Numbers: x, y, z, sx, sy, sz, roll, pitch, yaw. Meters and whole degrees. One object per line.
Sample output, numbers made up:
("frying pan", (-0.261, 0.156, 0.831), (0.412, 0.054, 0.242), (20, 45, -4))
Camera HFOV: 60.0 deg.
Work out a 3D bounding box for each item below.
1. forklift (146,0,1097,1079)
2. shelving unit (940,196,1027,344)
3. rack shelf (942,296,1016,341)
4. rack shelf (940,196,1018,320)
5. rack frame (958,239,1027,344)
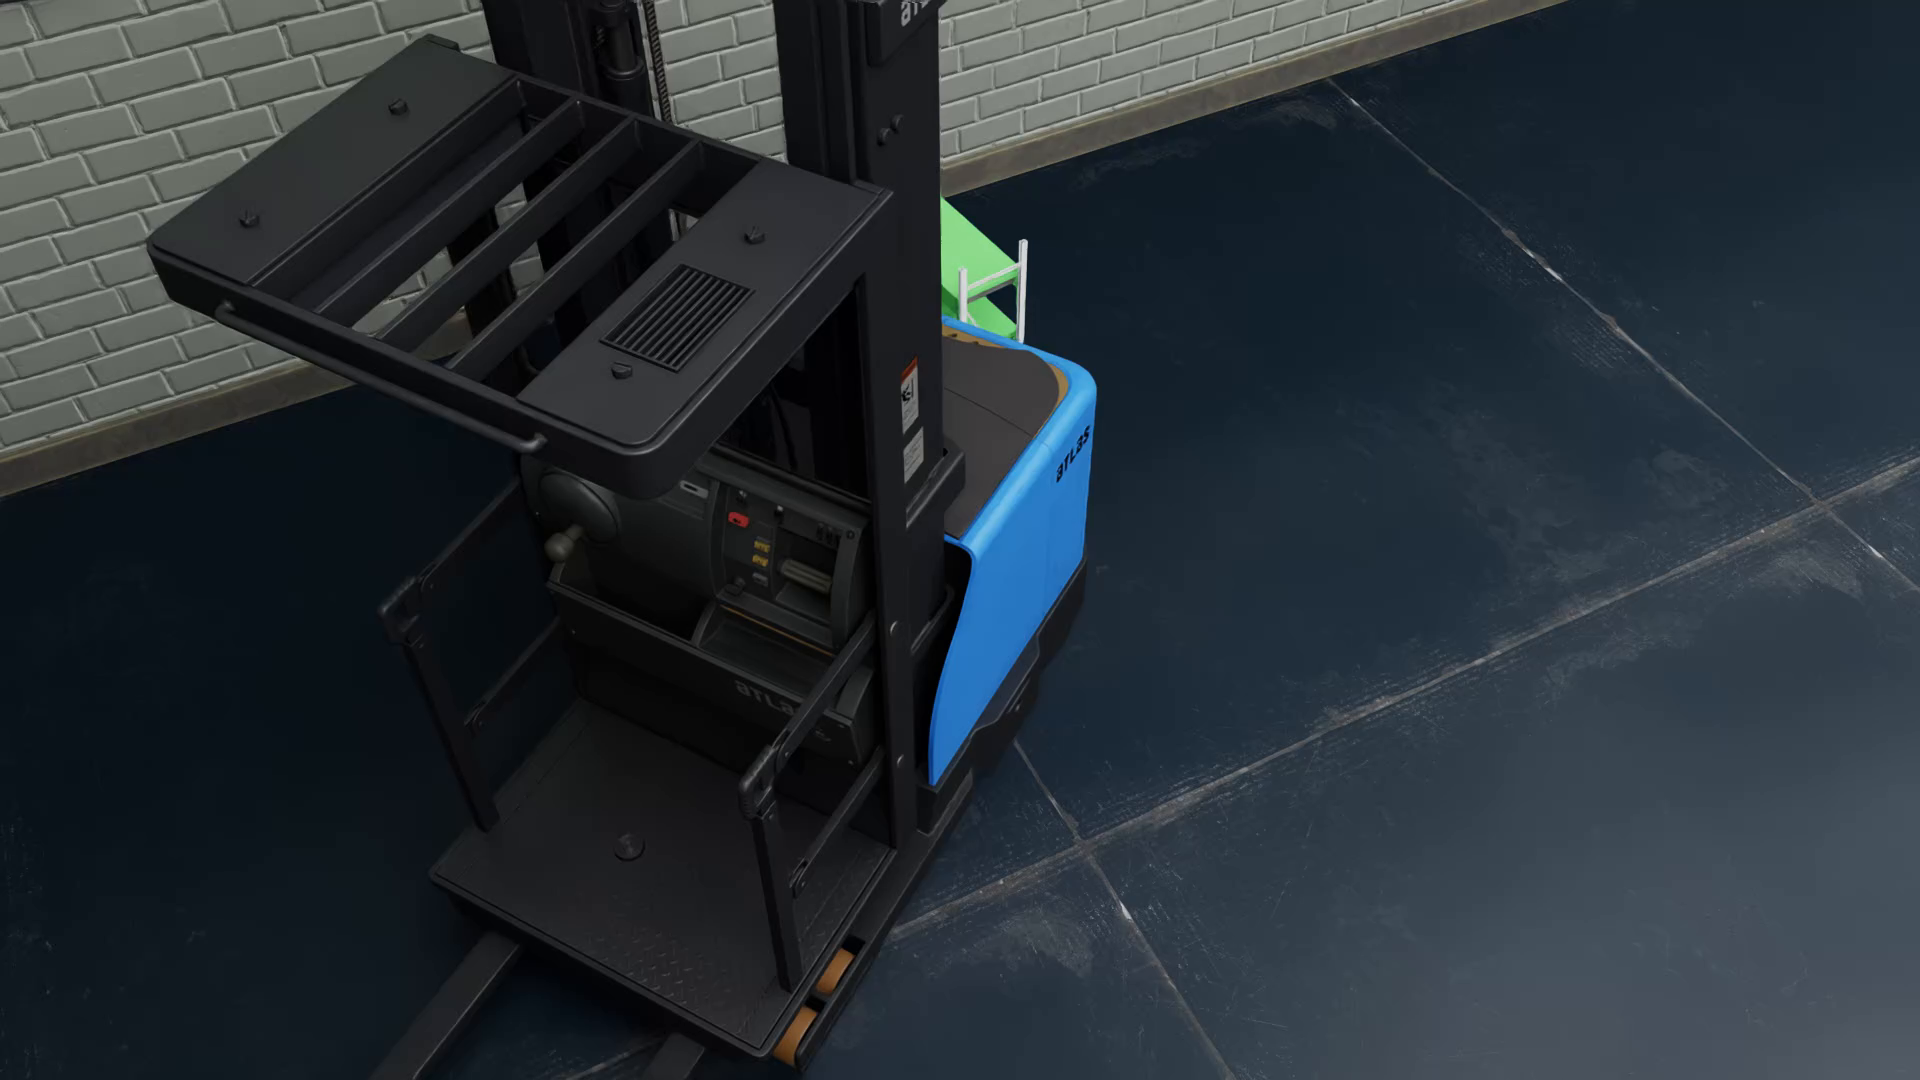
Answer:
("forklift", (-0.740, 0.056, 3.754), (1.130, 2.935, 3.031), (22, 52, 18))
("shelving unit", (-0.042, -0.594, 5.473), (0.258, 1.200, 0.503), (-28, 54, -22))
("rack shelf", (-0.042, -0.710, 5.340), (0.258, 0.148, 0.480), (-28, 54, -22))
("rack shelf", (-0.042, -0.868, 5.160), (0.258, 0.148, 0.480), (-28, 54, -22))
("rack frame", (0.098, -0.444, 5.341), (0.240, 1.200, 0.015), (-28, 54, -22))
